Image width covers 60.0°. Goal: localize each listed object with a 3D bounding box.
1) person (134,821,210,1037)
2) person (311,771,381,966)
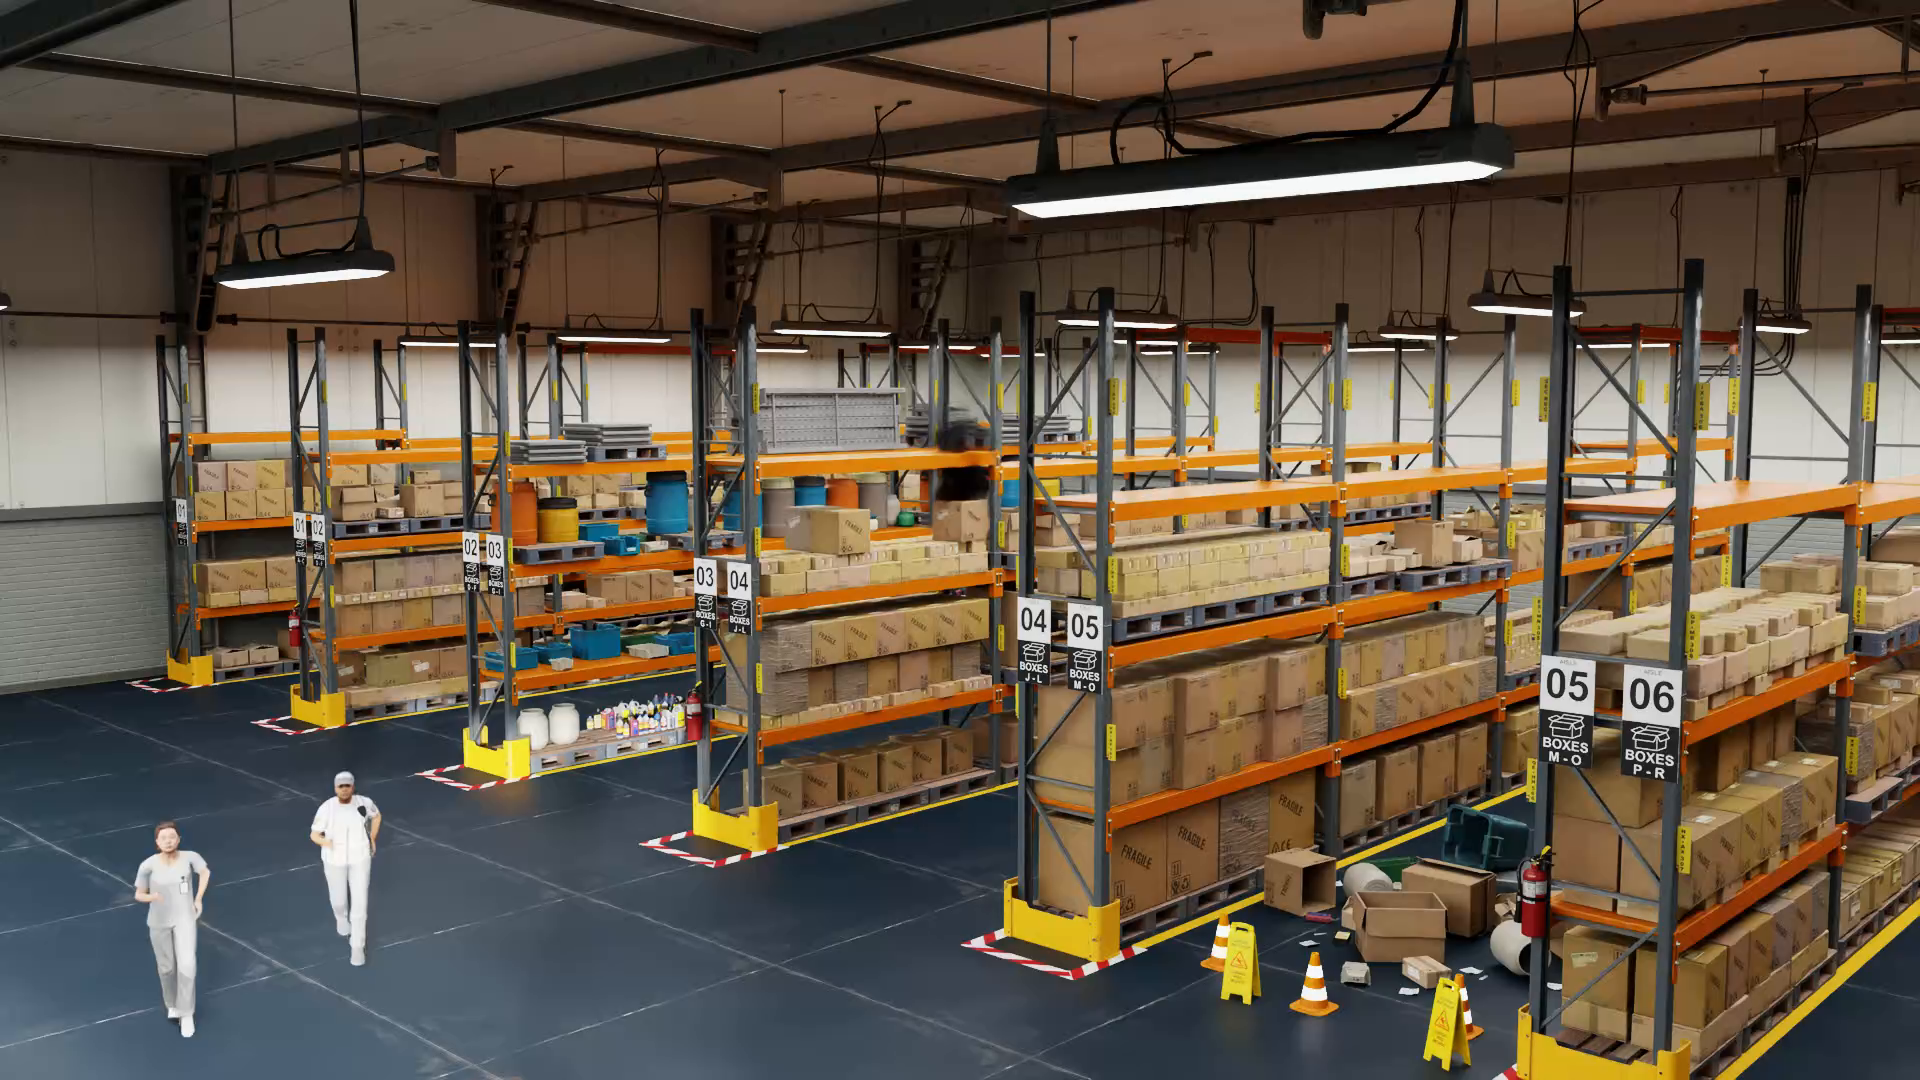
[{"bbox_3d":[-6.275,3.091,13.275,0.544,1.705,0.691,-2,6,-23],"label":"person"},{"bbox_3d":[-5.551,2.917,15.073,0.609,1.667,0.921,-2,6,-21],"label":"person"}]
